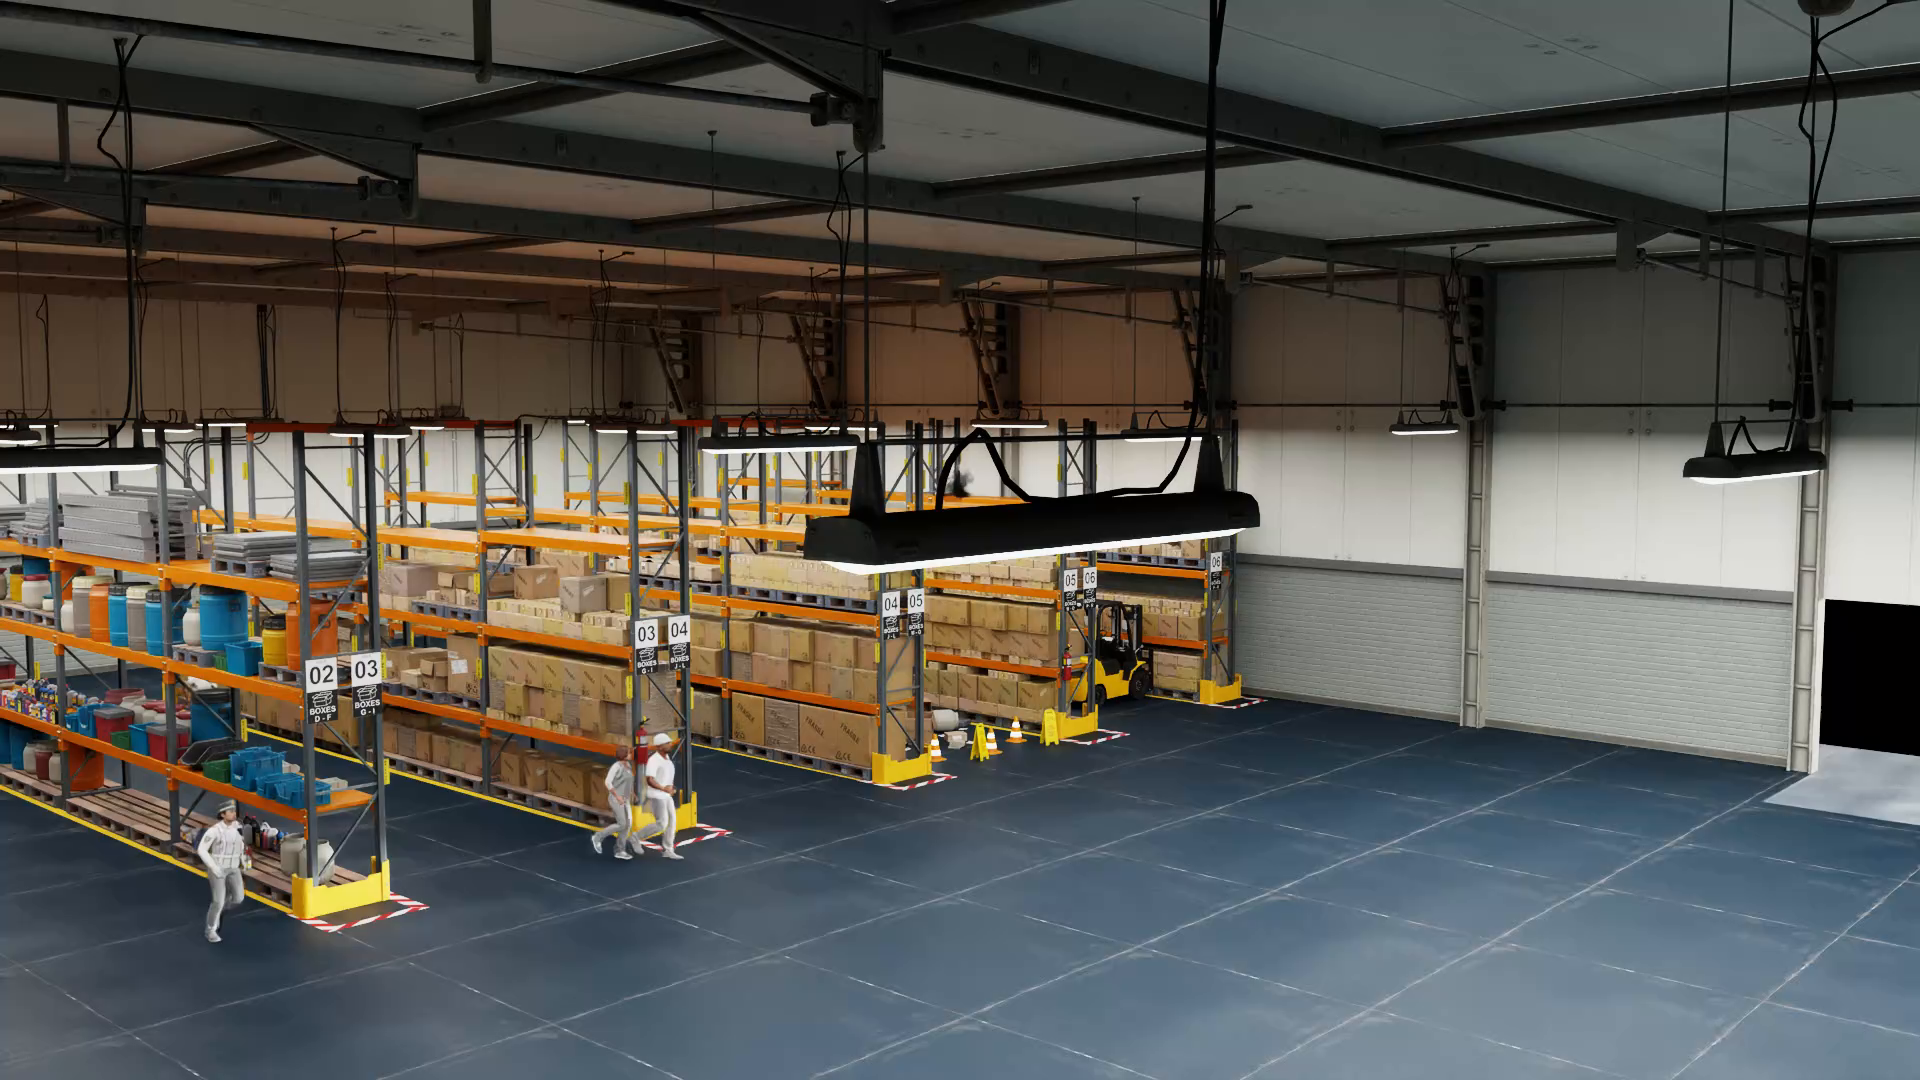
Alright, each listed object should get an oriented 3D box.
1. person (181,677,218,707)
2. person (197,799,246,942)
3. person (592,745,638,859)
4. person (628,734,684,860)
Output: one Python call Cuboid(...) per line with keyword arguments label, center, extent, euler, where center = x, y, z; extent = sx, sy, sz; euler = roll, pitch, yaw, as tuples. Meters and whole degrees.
Cuboid(label="person", center=(-13.686, 3.006, 30.078), extent=(0.931, 1.696, 0.571), euler=(4, 6, 37))
Cuboid(label="person", center=(-8.717, 3.906, 19.782), extent=(0.481, 1.638, 0.675), euler=(3, 5, 32))
Cuboid(label="person", center=(-4.809, 3.659, 23.336), extent=(0.578, 1.552, 0.585), euler=(1, 5, 14))
Cuboid(label="person", center=(-4.222, 3.575, 23.200), extent=(0.772, 1.765, 0.728), euler=(1, 5, 8))
